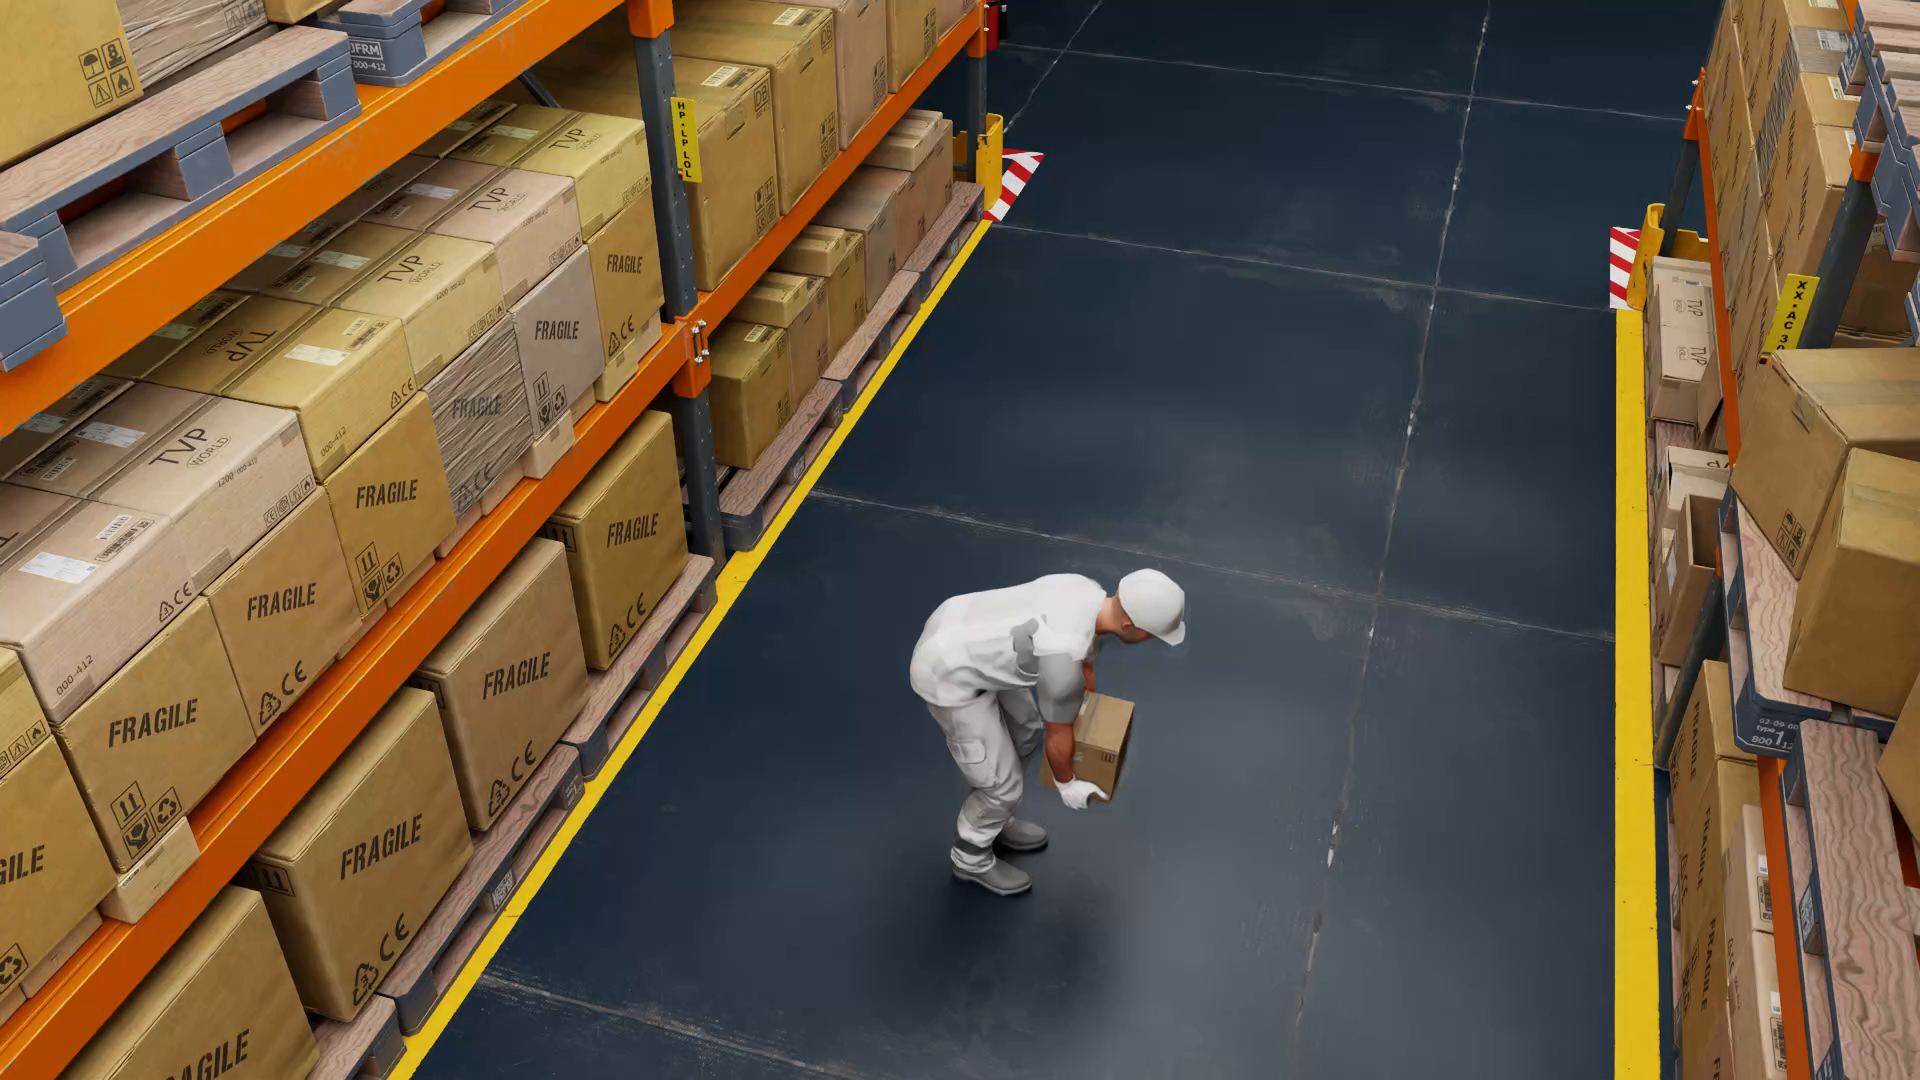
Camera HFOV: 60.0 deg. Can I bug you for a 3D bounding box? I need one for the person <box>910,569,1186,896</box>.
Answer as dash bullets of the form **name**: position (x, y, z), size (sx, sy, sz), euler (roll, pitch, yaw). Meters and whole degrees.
- **person**: position (0.280, 0.619, 5.626), size (0.887, 1.393, 0.490), euler (10, 38, 13)
